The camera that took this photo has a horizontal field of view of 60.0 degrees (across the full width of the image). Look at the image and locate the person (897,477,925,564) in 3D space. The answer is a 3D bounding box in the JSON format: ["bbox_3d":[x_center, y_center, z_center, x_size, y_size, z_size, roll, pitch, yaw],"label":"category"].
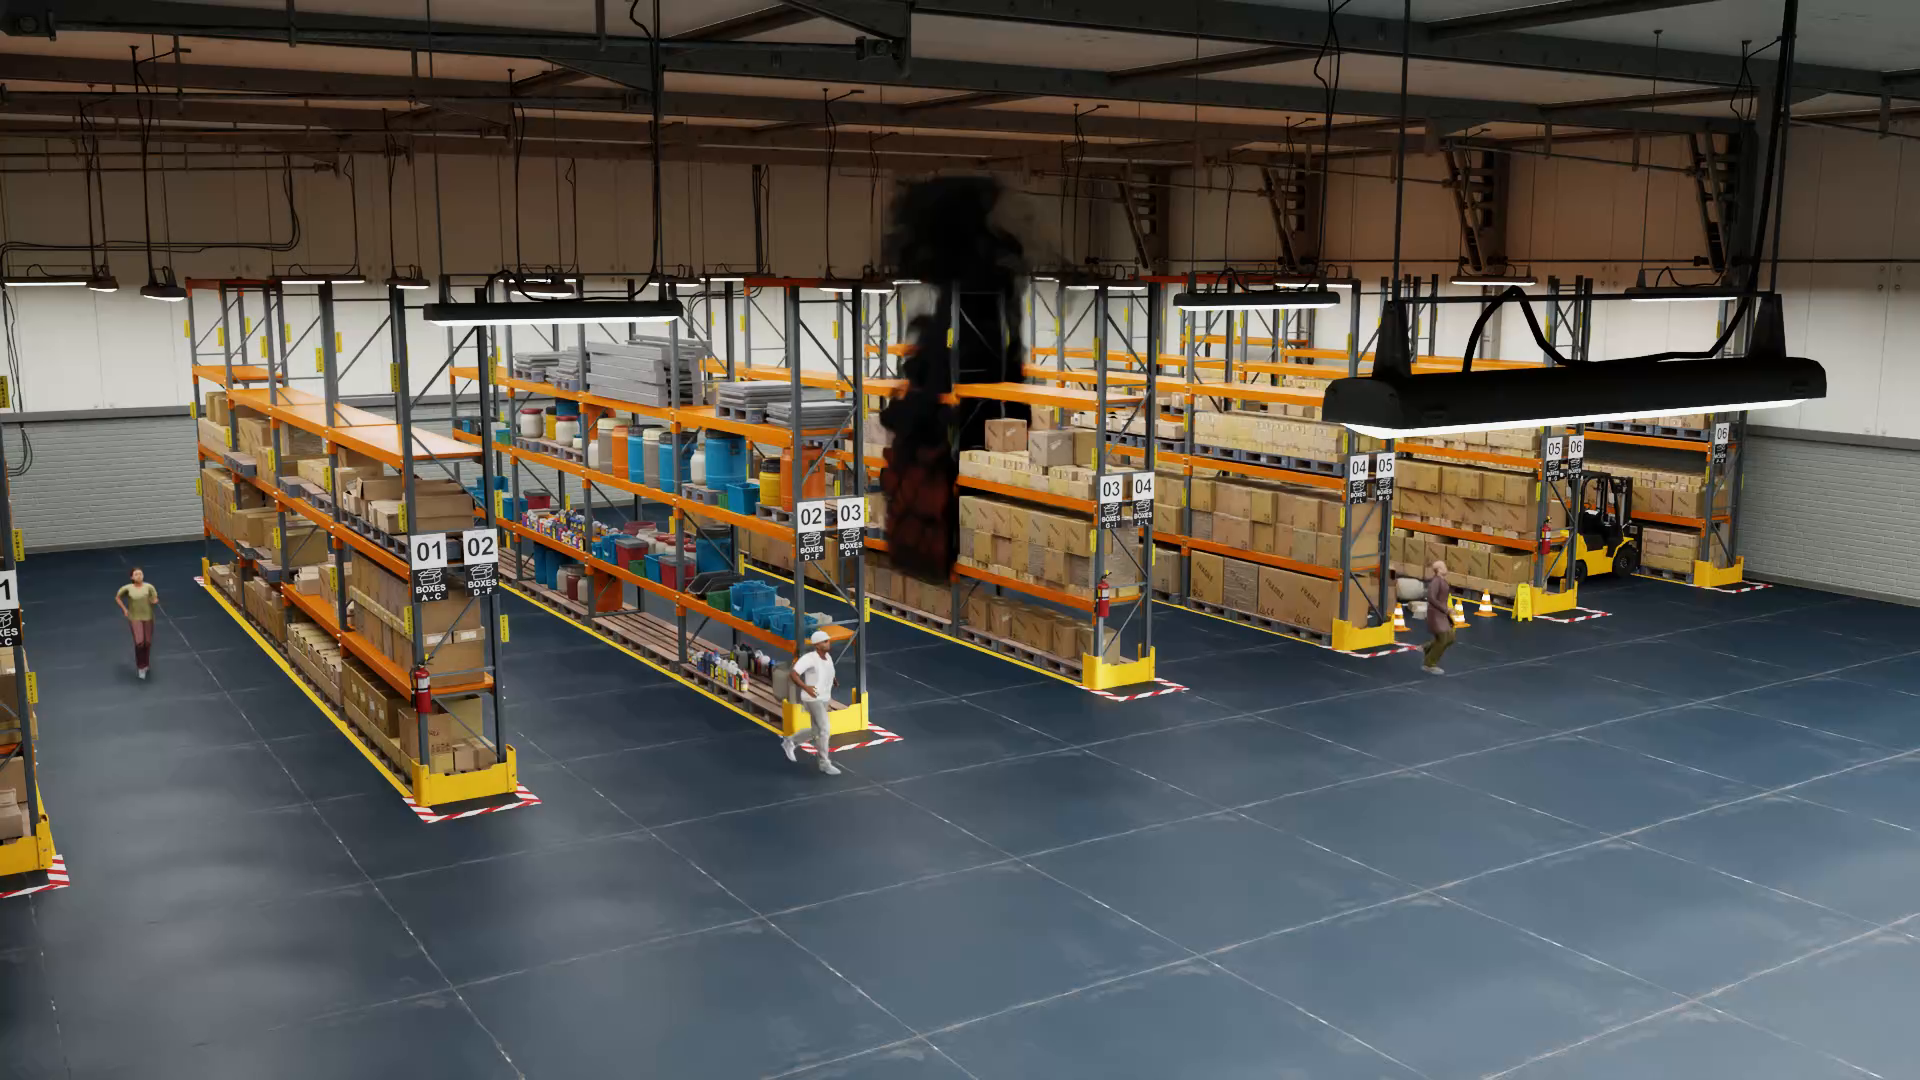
[{"bbox_3d":[-1.032,-0.449,35.143,0.675,1.793,0.959,-9,13,-43],"label":"person"}]

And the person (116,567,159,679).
[{"bbox_3d":[-12.554,1.263,25.502,0.557,1.711,0.616,-8,12,-39],"label":"person"}]

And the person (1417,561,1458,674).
[{"bbox_3d":[7.433,1.189,25.826,0.611,1.742,0.728,4,10,23],"label":"person"}]

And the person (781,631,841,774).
[{"bbox_3d":[-1.818,2.008,20.953,0.878,1.746,0.740,4,11,25],"label":"person"}]
